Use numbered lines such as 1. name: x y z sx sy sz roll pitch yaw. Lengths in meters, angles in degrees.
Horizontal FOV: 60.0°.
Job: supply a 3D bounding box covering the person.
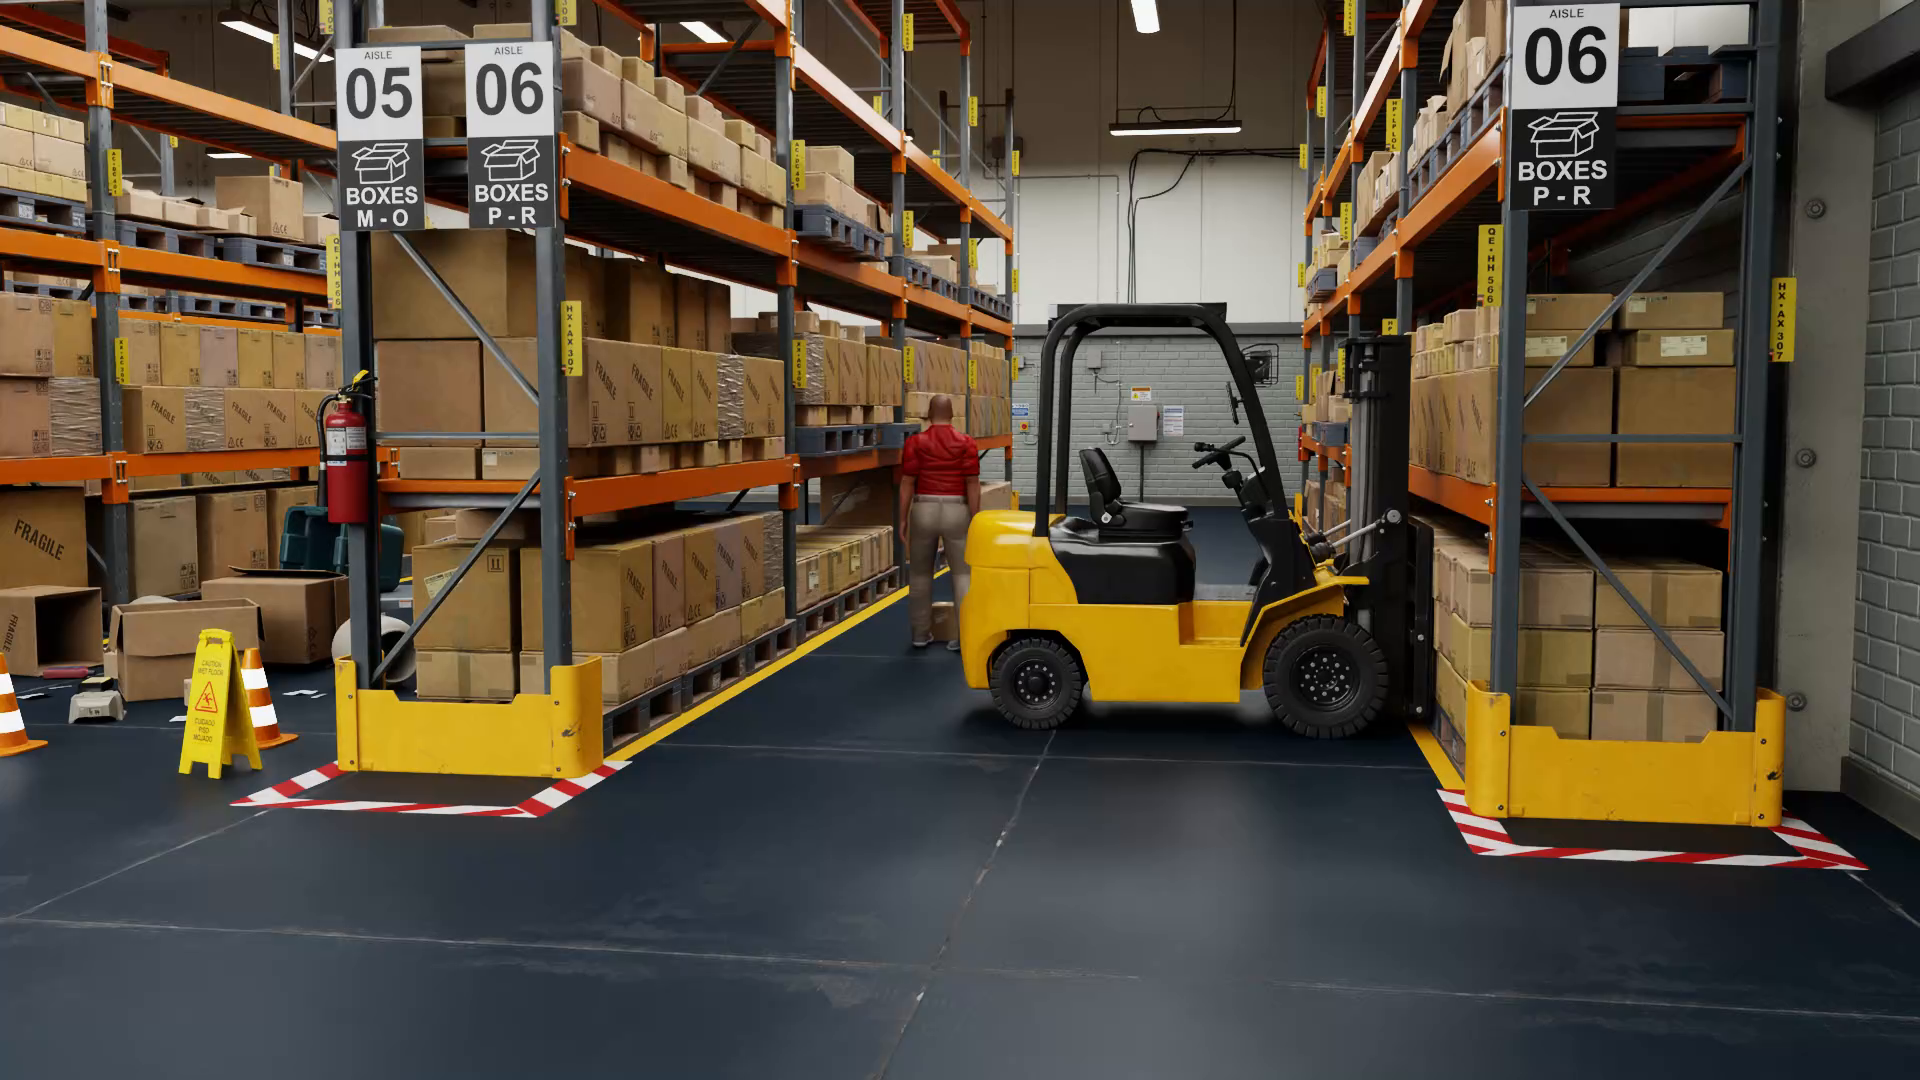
1. person: -0.137 -0.119 11.315 0.559 1.740 0.578 0 4 0
